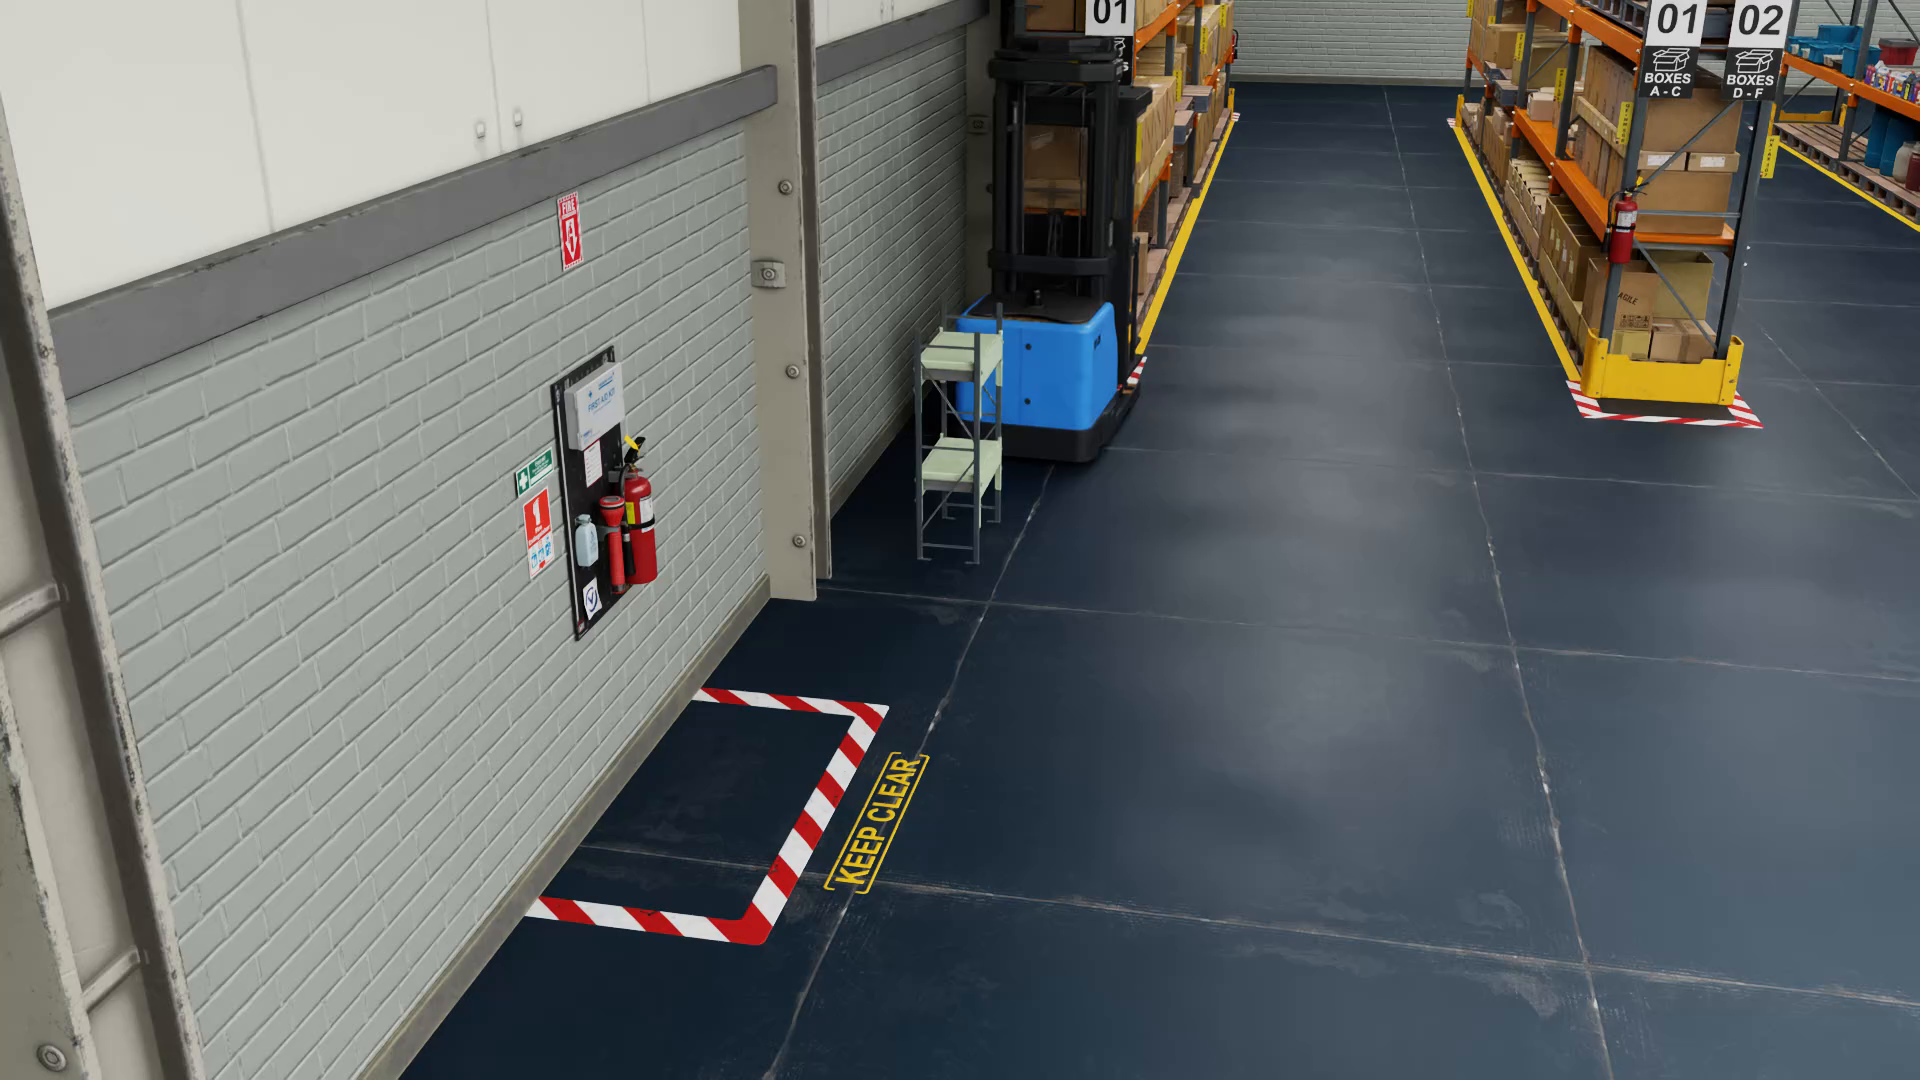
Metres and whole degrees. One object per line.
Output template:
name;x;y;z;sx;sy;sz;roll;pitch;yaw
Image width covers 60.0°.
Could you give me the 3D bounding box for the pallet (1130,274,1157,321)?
pallet;1.412;-2.456;16.669;1.003;0.211;1.213;4;22;11

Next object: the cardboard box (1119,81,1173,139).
cardboard box;1.871;-4.353;16.818;0.500;0.500;0.500;4;22;11

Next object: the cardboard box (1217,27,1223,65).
cardboard box;3.520;-7.707;25.574;0.980;0.700;0.700;5;22;12

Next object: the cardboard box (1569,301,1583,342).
cardboard box;5.706;-1.928;14.743;0.500;0.250;0.500;4;22;11

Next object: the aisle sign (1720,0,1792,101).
aisle sign;6.082;-3.764;12.706;0.394;0.787;0.004;4;22;11

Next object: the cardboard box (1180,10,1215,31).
cardboard box;3.331;-7.349;23.524;0.500;0.250;0.500;5;22;12

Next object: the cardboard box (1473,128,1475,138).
cardboard box;8.100;-6.248;25.579;0.380;0.149;0.250;4;22;11

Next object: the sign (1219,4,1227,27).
sign;3.927;-7.833;24.845;0.100;0.325;0.005;4;22;11

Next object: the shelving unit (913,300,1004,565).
shelving unit;-0.001;-0.693;10.567;0.431;1.500;0.755;4;22;11

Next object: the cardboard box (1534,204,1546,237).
cardboard box;6.413;-3.418;17.694;0.500;0.311;0.500;4;22;11

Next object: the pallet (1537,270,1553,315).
pallet;6.408;-2.488;16.748;1.003;0.211;1.213;4;22;11

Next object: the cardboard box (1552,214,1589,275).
cardboard box;6.006;-2.825;15.967;0.500;0.500;0.500;4;22;11

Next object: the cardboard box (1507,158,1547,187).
cardboard box;7.033;-4.542;20.484;0.500;0.311;0.500;5;23;13

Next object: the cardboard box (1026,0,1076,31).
cardboard box;0.782;-4.601;14.087;0.500;0.500;0.500;6;23;15

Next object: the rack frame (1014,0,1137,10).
rack frame;0.945;-5.765;13.123;1.000;3.000;0.127;4;22;11

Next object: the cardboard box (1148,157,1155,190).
cardboard box;1.557;-3.453;15.586;0.500;0.250;0.500;4;22;10

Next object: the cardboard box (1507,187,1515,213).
cardboard box;6.931;-4.098;20.132;0.500;0.250;0.500;4;22;9

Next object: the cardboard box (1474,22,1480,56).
cardboard box;8.506;-7.989;26.542;0.500;0.500;0.500;4;22;11

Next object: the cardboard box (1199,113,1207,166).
cardboard box;3.041;-5.684;23.268;0.750;0.750;0.750;4;22;11

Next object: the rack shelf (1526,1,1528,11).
rack shelf;7.836;-7.321;21.964;1.077;0.370;4.000;4;22;11

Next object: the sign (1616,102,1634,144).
sign;5.267;-3.299;13.164;0.100;0.325;0.005;4;22;11

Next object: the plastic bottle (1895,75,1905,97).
plastic bottle;12.338;-5.952;21.789;0.097;0.271;0.097;0;22;0

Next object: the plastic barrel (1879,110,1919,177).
plastic barrel;12.820;-5.381;22.445;0.600;0.901;0.708;4;22;11

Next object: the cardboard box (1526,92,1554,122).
cardboard box;7.055;-5.178;19.815;0.500;0.311;0.500;4;22;10

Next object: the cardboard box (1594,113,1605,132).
cardboard box;6.108;-3.861;15.423;0.380;0.149;0.250;4;22;9

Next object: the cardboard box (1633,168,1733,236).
cardboard box;5.903;-2.822;13.712;0.700;0.500;0.500;4;22;11

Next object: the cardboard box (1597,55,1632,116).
cardboard box;6.322;-4.186;15.362;0.700;0.500;0.500;4;22;11

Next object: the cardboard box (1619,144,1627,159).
cardboard box;5.791;-3.297;14.022;0.380;0.149;0.250;4;22;10

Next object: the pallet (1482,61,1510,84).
pallet;7.974;-6.622;23.537;1.003;0.211;1.213;4;22;11

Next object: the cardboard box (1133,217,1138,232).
cardboard box;1.588;-3.107;17.310;0.500;0.500;0.500;3;22;7

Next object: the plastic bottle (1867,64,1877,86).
plastic bottle;12.572;-6.411;22.913;0.061;0.283;0.133;4;22;11

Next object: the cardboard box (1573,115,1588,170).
cardboard box;6.527;-3.952;16.519;0.700;0.500;0.500;4;22;10

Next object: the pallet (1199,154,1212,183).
pallet;3.063;-5.342;23.835;1.003;0.211;1.213;4;22;11

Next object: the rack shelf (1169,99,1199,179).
rack shelf;2.169;-4.843;19.826;1.077;0.370;4.000;4;22;11

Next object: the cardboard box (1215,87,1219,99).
cardboard box;3.895;-7.084;26.344;0.380;0.149;0.250;5;23;13

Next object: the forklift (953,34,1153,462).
forklift;0.852;-2.443;12.996;1.130;2.935;3.031;6;23;15

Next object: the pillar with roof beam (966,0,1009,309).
pillar with roof beam;4.455;-5.759;13.107;9.100;9.000;0.400;4;22;11

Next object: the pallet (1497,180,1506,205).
pallet;7.617;-4.508;21.765;1.003;0.211;1.213;4;22;11

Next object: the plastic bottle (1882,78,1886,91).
plastic bottle;12.460;-6.138;22.345;0.097;0.201;0.097;0;22;0

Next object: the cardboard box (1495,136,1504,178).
cardboard box;7.495;-5.126;22.322;0.500;0.500;0.500;4;22;9

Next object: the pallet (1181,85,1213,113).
pallet;2.536;-5.550;20.876;1.213;0.211;1.003;4;22;11

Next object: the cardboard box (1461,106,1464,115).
cardboard box;8.638;-7.212;27.974;0.380;0.149;0.250;4;22;11

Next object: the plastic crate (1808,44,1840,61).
plastic crate;13.267;-7.482;25.560;0.416;0.233;0.300;4;22;11

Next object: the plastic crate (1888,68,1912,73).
plastic crate;13.327;-6.681;23.699;0.396;0.136;0.243;4;22;11

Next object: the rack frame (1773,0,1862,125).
rack frame;13.908;-8.079;26.897;1.000;3.000;0.127;4;22;11

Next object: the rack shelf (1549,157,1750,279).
rack shelf;6.203;-3.004;15.260;1.077;0.370;4.000;4;22;11

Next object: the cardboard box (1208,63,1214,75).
cardboard box;3.480;-6.832;24.111;0.380;0.149;0.250;4;22;11

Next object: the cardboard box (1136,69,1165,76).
cardboard box;1.898;-4.879;18.230;0.700;0.500;0.500;5;22;11

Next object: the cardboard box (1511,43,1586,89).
cardboard box;7.446;-6.012;21.070;0.700;0.500;0.500;-3;22;-7

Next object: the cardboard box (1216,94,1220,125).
cardboard box;3.859;-7.043;27.110;0.700;0.500;0.500;5;22;12

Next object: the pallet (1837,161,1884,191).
pallet;12.894;-5.043;23.093;1.003;0.211;1.213;4;22;11

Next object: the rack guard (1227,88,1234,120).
rack guard;4.215;-7.683;29.261;1.175;0.500;0.348;4;22;11

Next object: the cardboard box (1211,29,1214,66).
cardboard box;3.341;-7.006;23.676;0.500;0.500;0.500;4;22;11

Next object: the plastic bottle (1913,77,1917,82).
plastic bottle;12.299;-5.809;21.418;0.061;0.283;0.133;4;22;11

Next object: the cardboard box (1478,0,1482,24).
cardboard box;8.505;-8.451;26.350;0.500;0.500;0.500;5;22;12

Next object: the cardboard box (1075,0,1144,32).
cardboard box;1.258;-4.533;13.917;0.500;0.500;0.500;5;22;12
